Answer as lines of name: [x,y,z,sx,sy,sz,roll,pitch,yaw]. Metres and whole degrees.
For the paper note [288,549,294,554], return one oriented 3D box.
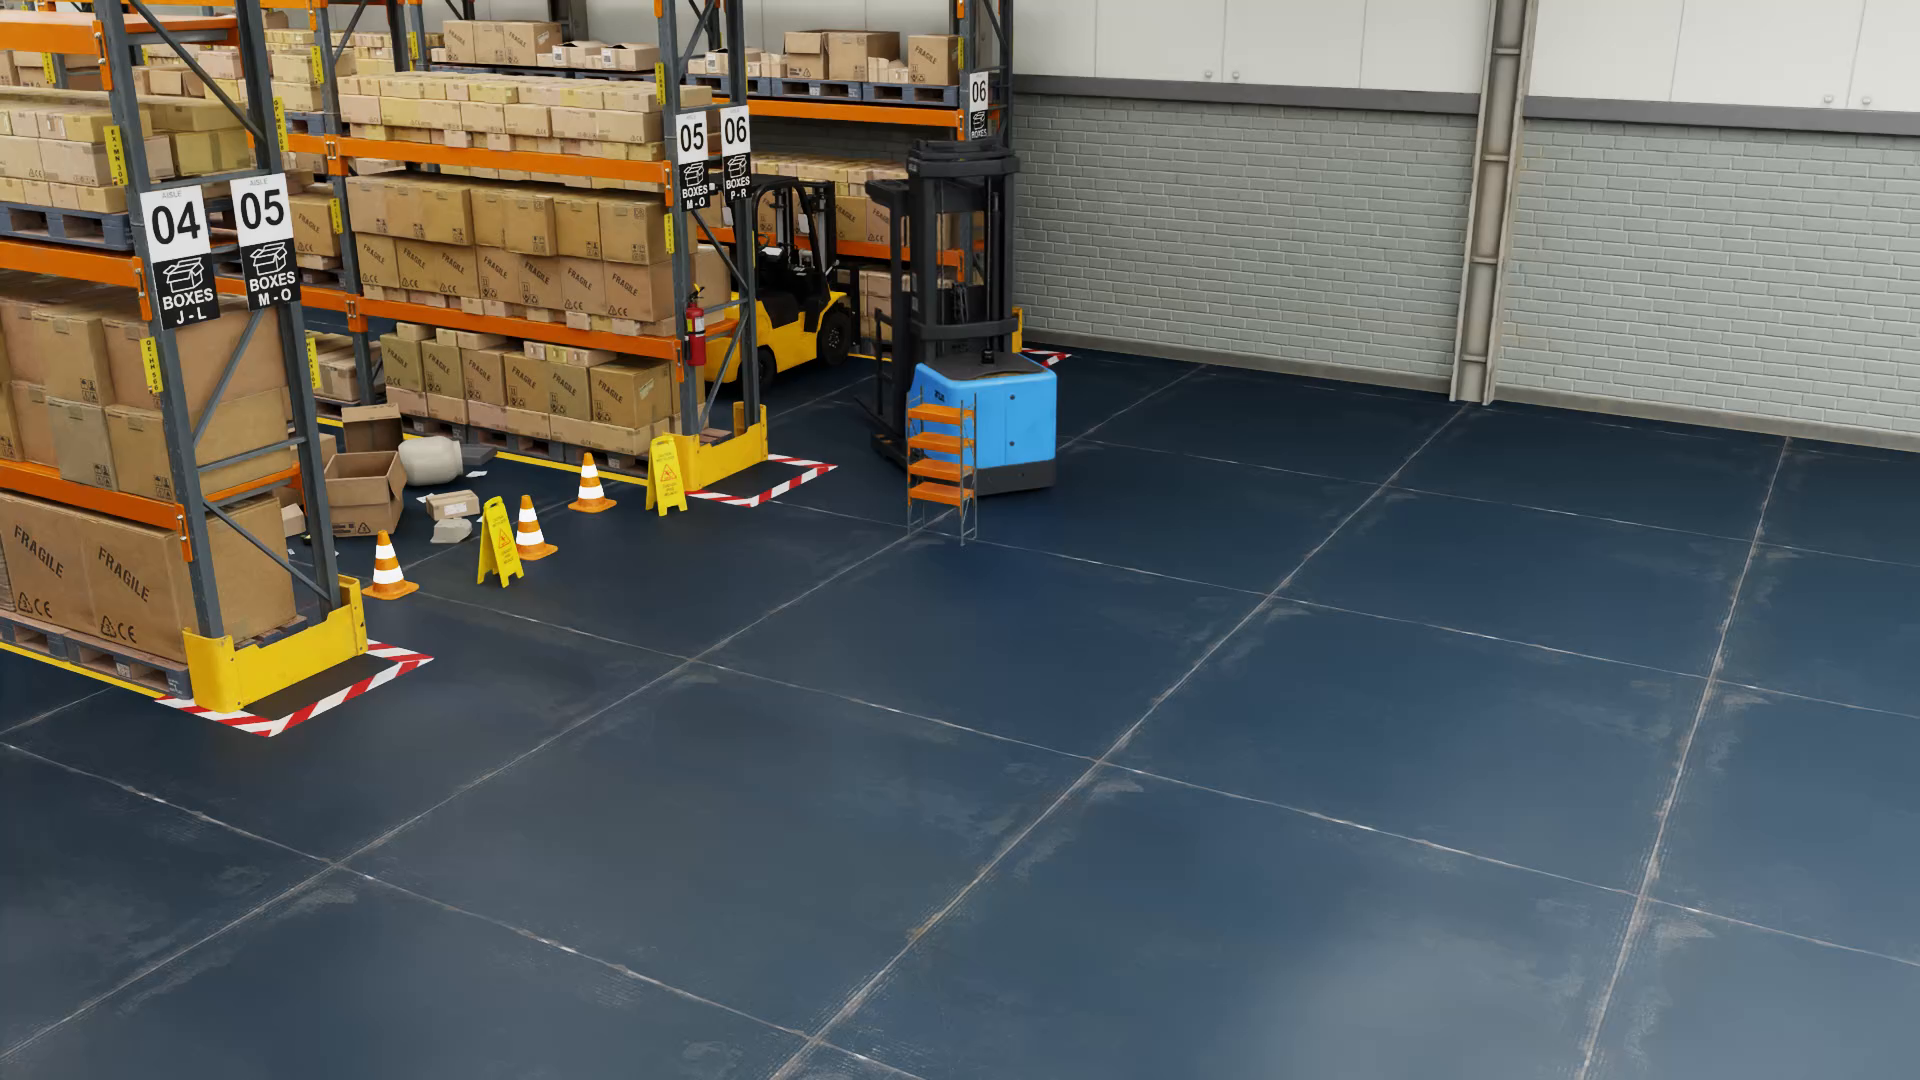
paper note: [-5.271,0.091,13.099,0.032,0.001,0.123,-11,23,-29]

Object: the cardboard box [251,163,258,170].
cardboard box: [-7.546,-3.848,17.423,0.250,0.149,0.380,10,22,25]

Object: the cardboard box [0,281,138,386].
cardboard box: [-5.707,-1.375,10.952,0.550,0.550,0.875,11,23,27]

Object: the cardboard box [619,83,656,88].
cardboard box: [-2.755,-3.900,14.518,0.250,0.149,0.380,11,23,27]

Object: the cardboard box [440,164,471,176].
cardboard box: [-6.439,-4.835,21.783,0.500,0.250,0.500,11,23,27]

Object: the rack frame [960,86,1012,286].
rack frame: [0.289,-3.494,18.600,0.127,3.000,1.000,11,23,27]

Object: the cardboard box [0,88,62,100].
cardboard box: [-6.145,-2.884,10.954,0.250,0.149,0.380,11,23,28]

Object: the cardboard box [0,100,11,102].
cardboard box: [-6.023,-2.603,10.181,0.250,0.149,0.380,10,22,27]

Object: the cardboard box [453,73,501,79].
cardboard box: [-4.499,-4.266,15.527,0.250,0.149,0.380,12,23,29]

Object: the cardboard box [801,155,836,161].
cardboard box: [-1.674,-4.466,19.743,0.250,0.149,0.380,11,22,27]

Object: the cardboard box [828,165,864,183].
cardboard box: [-1.289,-4.165,18.915,0.250,0.149,0.380,11,23,28]

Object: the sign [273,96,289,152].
sign: [-4.178,-2.548,10.194,0.005,0.325,0.100,11,23,27]

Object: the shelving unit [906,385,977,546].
shelving unit: [-0.145,-0.592,13.236,0.503,1.200,0.258,11,23,27]

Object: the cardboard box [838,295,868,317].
cardboard box: [-1.182,-2.788,19.336,0.500,0.250,0.500,10,22,26]

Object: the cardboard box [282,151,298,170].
cardboard box: [-9.161,-5.279,23.100,0.258,0.266,0.396,12,23,30]

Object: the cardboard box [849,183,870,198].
cardboard box: [-1.051,-3.991,18.869,0.250,0.149,0.380,10,22,26]

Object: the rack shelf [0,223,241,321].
rack shelf: [-6.200,-1.930,10.943,4.000,0.370,1.077,11,23,27]

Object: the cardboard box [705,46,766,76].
cardboard box: [-2.595,-5.561,19.267,0.500,0.311,0.500,11,23,28]

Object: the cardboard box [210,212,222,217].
cardboard box: [-7.474,-3.331,16.949,0.500,0.500,0.500,10,22,25]

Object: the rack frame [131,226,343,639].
rack frame: [-4.454,-0.526,10.415,0.127,3.000,1.000,11,23,27]

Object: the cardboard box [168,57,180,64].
cardboard box: [-11.087,-6.843,23.800,0.250,0.149,0.380,12,23,29]

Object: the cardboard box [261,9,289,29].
cardboard box: [-9.639,-7.296,23.244,0.258,0.266,0.396,11,23,27]

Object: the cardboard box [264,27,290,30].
cardboard box: [-9.633,-7.115,23.352,0.250,0.149,0.380,11,23,28]

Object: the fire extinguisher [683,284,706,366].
fire extinguisher: [-2.253,-1.823,14.107,0.183,0.674,0.296,11,23,27]

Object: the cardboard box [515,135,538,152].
cardboard box: [-3.680,-3.505,14.599,0.250,0.149,0.380,10,22,26]

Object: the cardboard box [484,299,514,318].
cardboard box: [-4.156,-2.166,15.306,0.250,0.149,0.380,11,23,27]

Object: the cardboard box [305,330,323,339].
cardboard box: [-7.316,-1.964,17.617,0.625,0.372,0.950,12,23,29]

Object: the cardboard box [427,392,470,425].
cardboard box: [-4.765,-1.322,16.028,0.500,0.250,0.500,12,23,30]

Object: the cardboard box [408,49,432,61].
cardboard box: [-7.122,-6.339,21.678,0.250,0.149,0.380,11,23,28]

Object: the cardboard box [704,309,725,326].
cardboard box: [-2.324,-2.016,14.893,0.250,0.149,0.380,11,23,28]

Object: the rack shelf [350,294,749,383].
rack shelf: [-3.874,-2.010,15.564,4.000,0.370,1.077,11,23,27]

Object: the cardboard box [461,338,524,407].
cardboard box: [-4.312,-1.588,15.660,0.500,0.500,0.500,12,23,30]

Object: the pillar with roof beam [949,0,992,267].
pillar with roof beam: [-1.978,-5.417,15.102,0.400,9.000,9.100,11,23,27]

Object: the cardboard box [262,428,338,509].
cardboard box: [-5.717,-0.598,14.076,0.503,0.637,0.797,11,23,27]

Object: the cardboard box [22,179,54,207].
cardboard box: [-5.354,-2.101,9.966,0.250,0.149,0.380,11,23,28]

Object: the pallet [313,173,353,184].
pallet: [-8.395,-5.057,23.188,1.213,0.211,1.003,11,23,27]

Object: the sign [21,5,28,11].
sign: [-13.943,-7.815,24.829,0.005,0.325,0.100,11,23,27]

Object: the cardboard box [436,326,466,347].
cardboard box: [-4.707,-1.941,15.684,0.250,0.149,0.380,12,23,29]

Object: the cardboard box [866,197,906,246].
cardboard box: [-0.717,-3.634,18.838,0.500,0.500,0.500,12,23,29]

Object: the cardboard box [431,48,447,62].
cardboard box: [-6.538,-6.221,21.298,0.250,0.166,0.380,11,23,27]

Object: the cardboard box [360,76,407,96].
cardboard box: [-5.263,-4.164,15.246,0.250,0.149,0.380,12,23,29]

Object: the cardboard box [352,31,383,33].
cardboard box: [-8.017,-6.828,22.590,0.250,0.149,0.380,11,22,27]

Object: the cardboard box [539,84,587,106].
cardboard box: [-3.412,-3.843,14.361,0.250,0.149,0.380,11,23,27]

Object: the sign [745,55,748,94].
sign: [-1.864,-3.999,14.309,0.005,0.325,0.100,11,23,27]

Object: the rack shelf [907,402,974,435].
rack shelf: [-0.145,-0.961,13.102,0.480,0.148,0.258,11,23,27]

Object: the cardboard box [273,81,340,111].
cardboard box: [-6.201,-4.272,15.949,0.500,0.250,0.500,10,22,26]

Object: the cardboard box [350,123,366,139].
cardboard box: [-5.466,-3.847,15.542,0.250,0.149,0.380,10,22,26]

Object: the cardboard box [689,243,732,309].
cardboard box: [-2.406,-2.364,14.901,0.500,0.500,0.500,10,22,26]

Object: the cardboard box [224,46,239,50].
cardboard box: [-9.911,-6.805,22.933,0.250,0.149,0.380,11,23,28]

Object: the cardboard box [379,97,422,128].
cardboard box: [-4.915,-3.923,15.166,0.500,0.250,0.500,11,22,27]

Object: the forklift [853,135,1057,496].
forklift: [-0.189,-2.195,15.119,1.130,2.935,3.031,-8,21,-21]

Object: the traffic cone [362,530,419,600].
traffic cone: [-4.225,0.156,12.257,0.334,0.463,0.336,11,23,27]

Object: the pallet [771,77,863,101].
pallet: [-1.384,-5.191,19.007,1.213,0.211,1.003,11,23,27]

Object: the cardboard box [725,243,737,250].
cardboard box: [-2.679,-3.510,20.593,0.500,0.250,0.500,11,23,28]
